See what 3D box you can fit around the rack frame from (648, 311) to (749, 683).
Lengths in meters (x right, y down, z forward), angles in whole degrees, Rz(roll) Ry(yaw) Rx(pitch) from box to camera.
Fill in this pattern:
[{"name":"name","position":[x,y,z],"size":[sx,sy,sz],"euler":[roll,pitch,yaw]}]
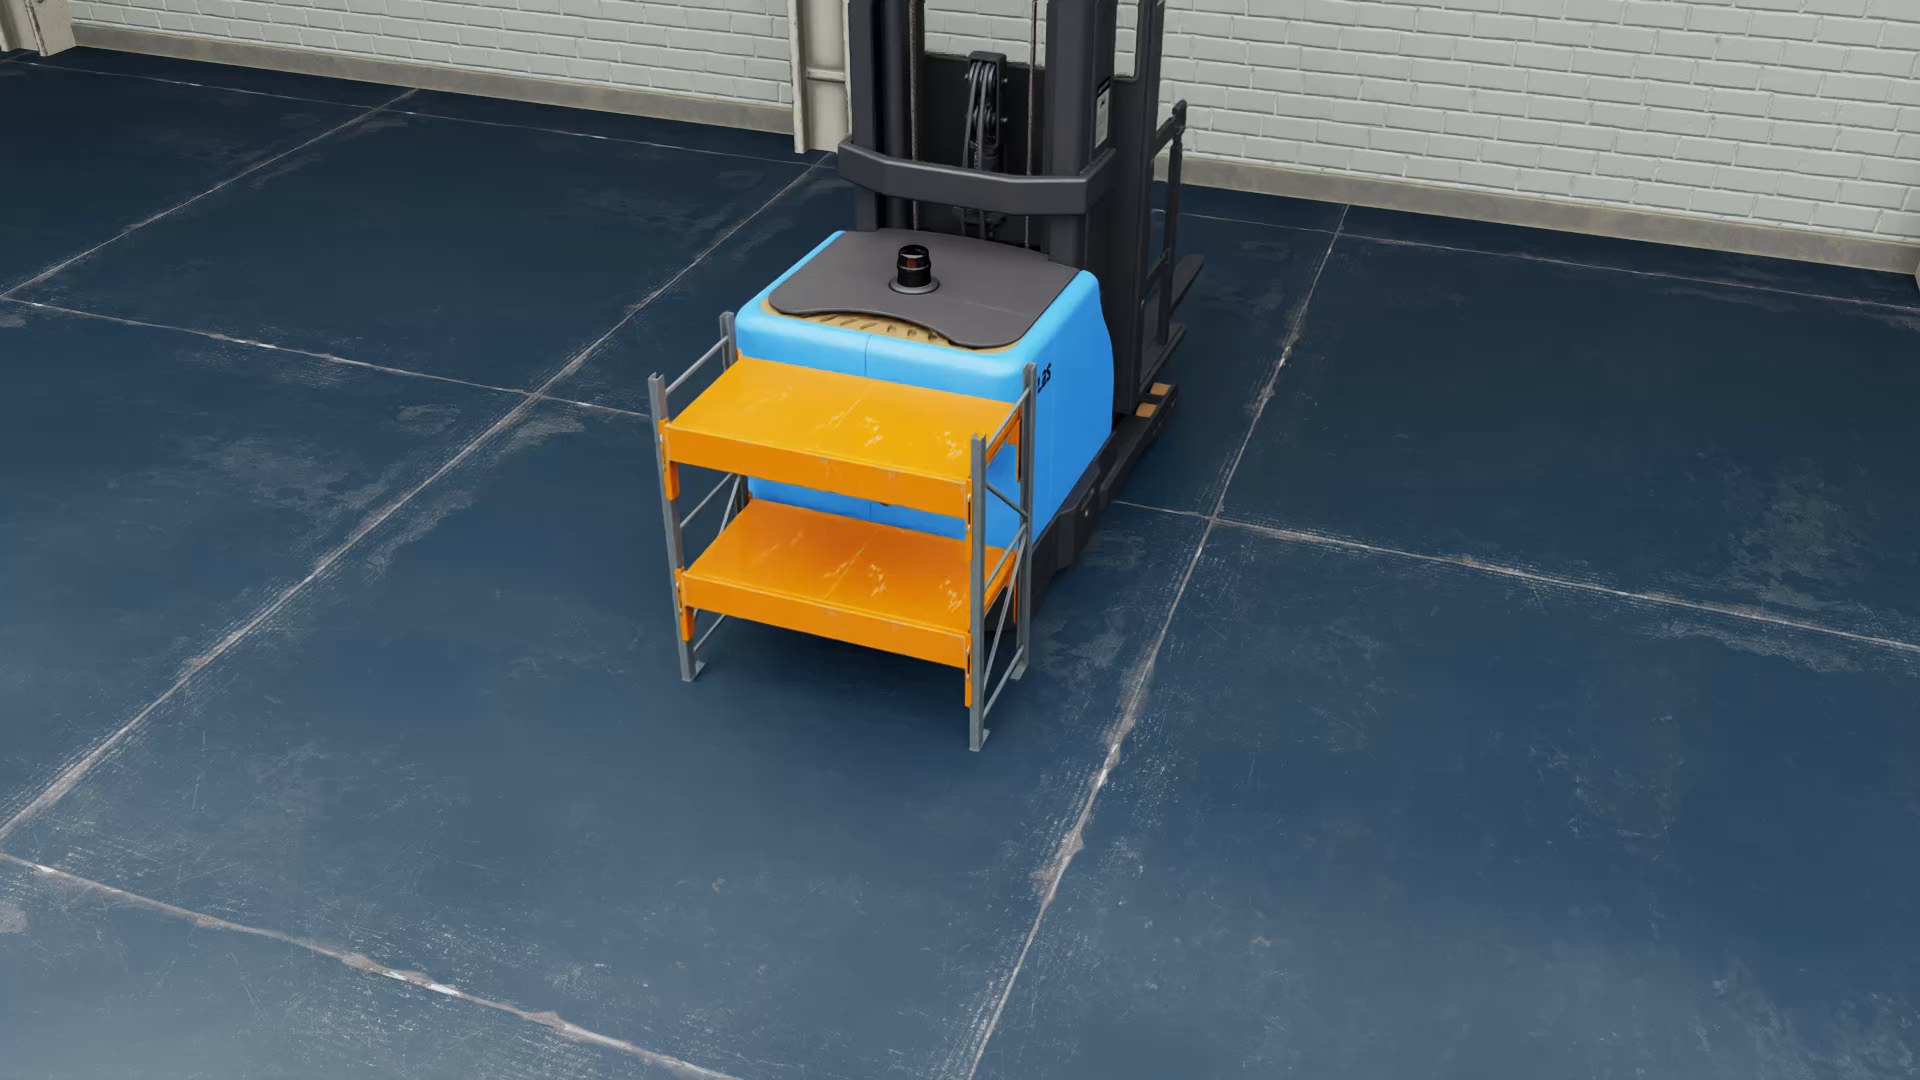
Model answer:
[{"name":"rack frame","position":[-0.822,-0.127,5.410],"size":[0.032,1.125,0.500],"euler":[11,35,17]}]

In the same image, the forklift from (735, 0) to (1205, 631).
[{"name":"forklift","position":[0.275,-1.710,6.197],"size":[1.130,2.935,3.031],"euler":[13,35,19]}]

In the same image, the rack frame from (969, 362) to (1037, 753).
[{"name":"rack frame","position":[0.131,0.065,5.112],"size":[0.032,1.125,0.500],"euler":[11,35,17]}]

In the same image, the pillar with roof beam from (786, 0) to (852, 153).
[{"name":"pillar with roof beam","position":[-2.188,-3.906,4.003],"size":[0.400,9.000,9.100],"euler":[11,34,16]}]

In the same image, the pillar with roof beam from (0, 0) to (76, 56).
[{"name":"pillar with roof beam","position":[-7.836,-5.004,5.703],"size":[0.400,9.000,9.100],"euler":[11,34,16]}]

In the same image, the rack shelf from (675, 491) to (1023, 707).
[{"name":"rack shelf","position":[-0.345,0.174,5.394],"size":[1.000,0.278,0.538],"euler":[11,35,17]}]

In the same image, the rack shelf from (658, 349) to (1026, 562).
[{"name":"rack shelf","position":[-0.345,-0.277,5.102],"size":[1.000,0.278,0.538],"euler":[11,35,17]}]

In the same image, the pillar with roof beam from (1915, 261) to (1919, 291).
[{"name":"pillar with roof beam","position":[3.460,-2.808,2.302],"size":[0.400,9.000,9.100],"euler":[11,34,16]}]

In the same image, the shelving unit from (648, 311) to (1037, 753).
[{"name":"shelving unit","position":[-0.345,-0.031,5.261],"size":[1.048,1.125,0.538],"euler":[11,35,17]}]
